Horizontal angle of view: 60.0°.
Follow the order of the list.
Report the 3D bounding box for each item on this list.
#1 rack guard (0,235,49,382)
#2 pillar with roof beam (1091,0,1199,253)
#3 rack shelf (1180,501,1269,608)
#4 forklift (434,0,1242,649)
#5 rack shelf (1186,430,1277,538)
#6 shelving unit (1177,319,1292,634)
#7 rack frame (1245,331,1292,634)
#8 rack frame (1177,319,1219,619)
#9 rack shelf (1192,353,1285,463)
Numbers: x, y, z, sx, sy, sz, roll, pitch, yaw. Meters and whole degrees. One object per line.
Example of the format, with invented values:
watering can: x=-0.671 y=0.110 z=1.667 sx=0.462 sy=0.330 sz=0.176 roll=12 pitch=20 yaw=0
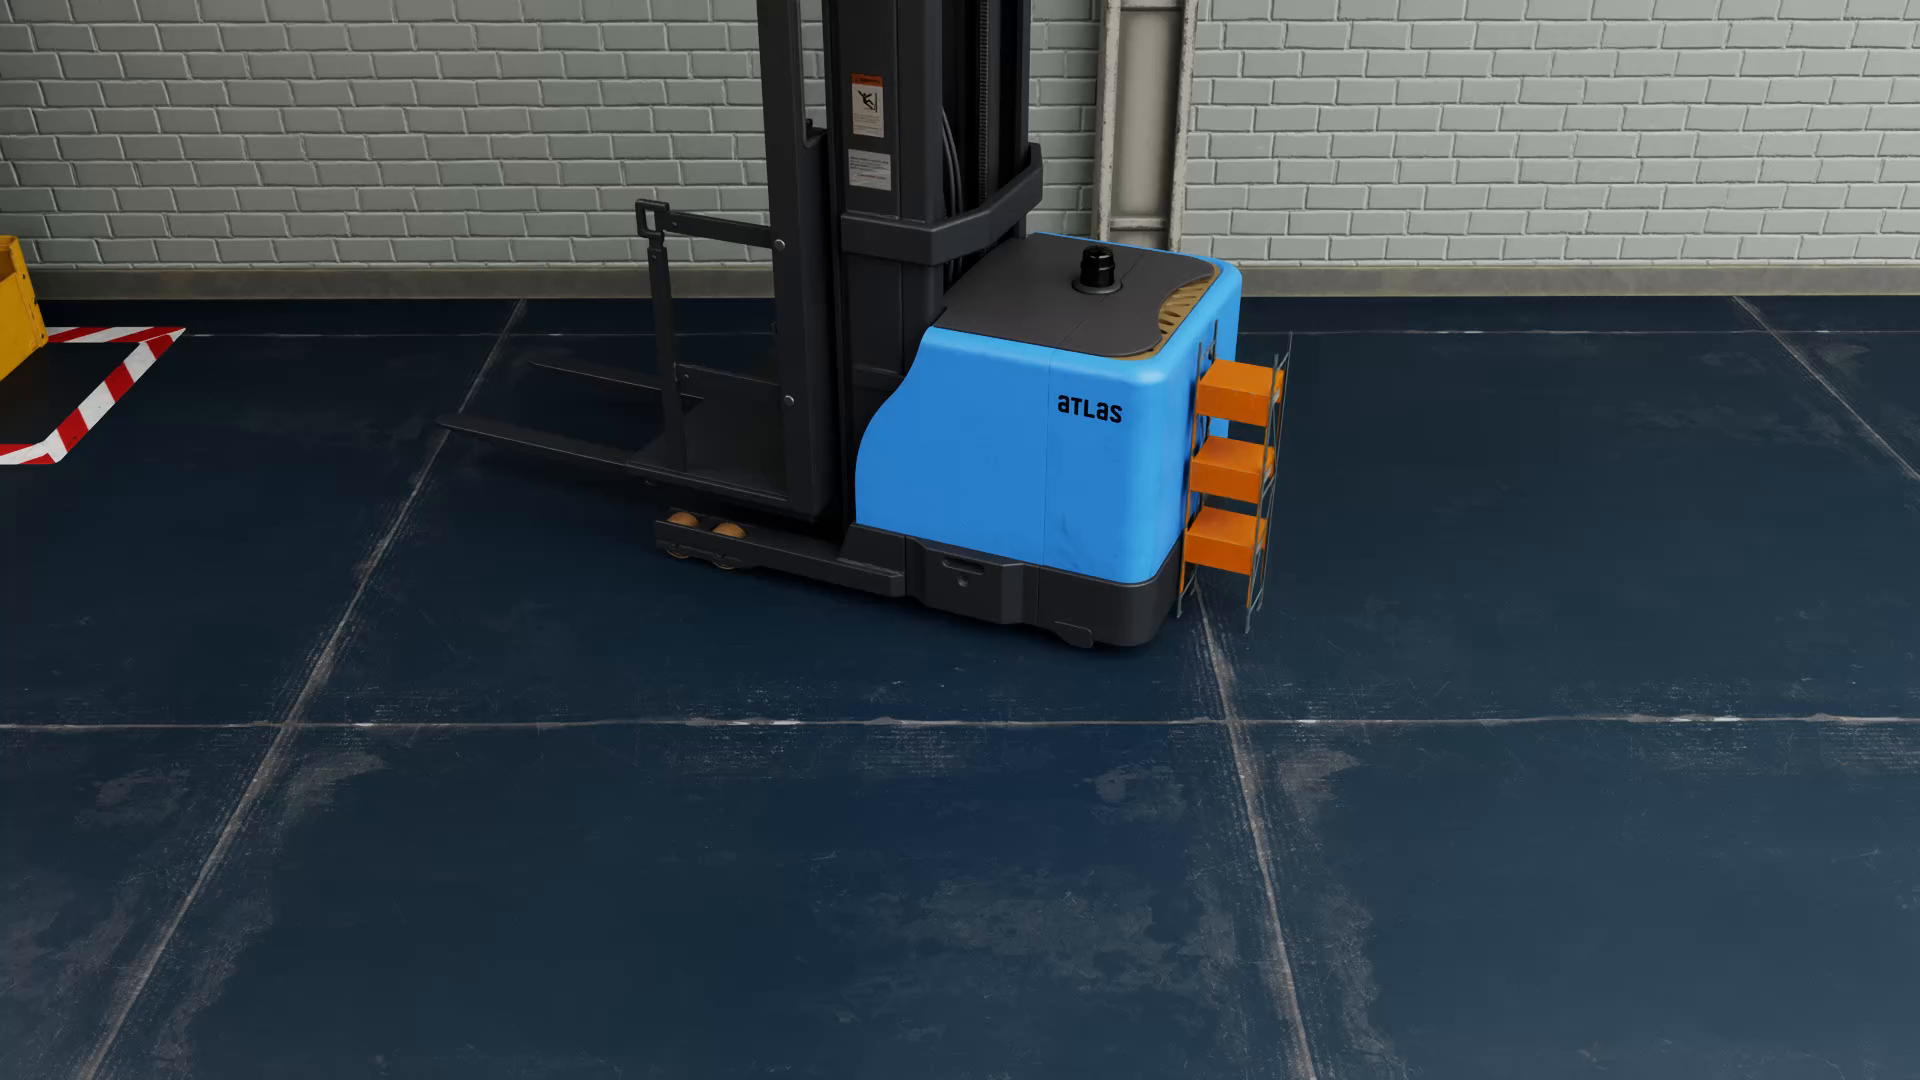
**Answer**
rack guard: x=-4.437 y=-0.871 z=7.203 sx=0.348 sy=0.500 sz=1.175 roll=0 pitch=31 yaw=0
pillar with roof beam: x=0.863 y=-2.755 z=2.116 sx=0.400 sy=9.000 sz=9.100 roll=0 pitch=31 yaw=0
rack shelf: x=0.910 y=0.049 z=5.714 sx=0.240 sy=0.259 sz=0.215 roll=13 pitch=33 yaw=20
forklift: x=-0.571 y=-1.382 z=5.702 sx=3.031 sy=2.935 sz=1.130 roll=13 pitch=33 yaw=20
rack shelf: x=0.910 y=-0.189 z=5.570 sx=0.240 sy=0.259 sz=0.215 roll=13 pitch=33 yaw=20
shelving unit: x=0.910 y=-0.198 z=5.564 sx=0.252 sy=1.050 sz=0.215 roll=13 pitch=33 yaw=20
rack frame: x=1.022 y=-0.173 z=5.523 sx=0.008 sy=1.050 sz=0.200 roll=13 pitch=33 yaw=20
rack frame: x=0.799 y=-0.223 z=5.606 sx=0.008 sy=1.050 sz=0.200 roll=13 pitch=33 yaw=20
rack shelf: x=0.910 y=-0.432 z=5.423 sx=0.240 sy=0.259 sz=0.215 roll=13 pitch=33 yaw=20
